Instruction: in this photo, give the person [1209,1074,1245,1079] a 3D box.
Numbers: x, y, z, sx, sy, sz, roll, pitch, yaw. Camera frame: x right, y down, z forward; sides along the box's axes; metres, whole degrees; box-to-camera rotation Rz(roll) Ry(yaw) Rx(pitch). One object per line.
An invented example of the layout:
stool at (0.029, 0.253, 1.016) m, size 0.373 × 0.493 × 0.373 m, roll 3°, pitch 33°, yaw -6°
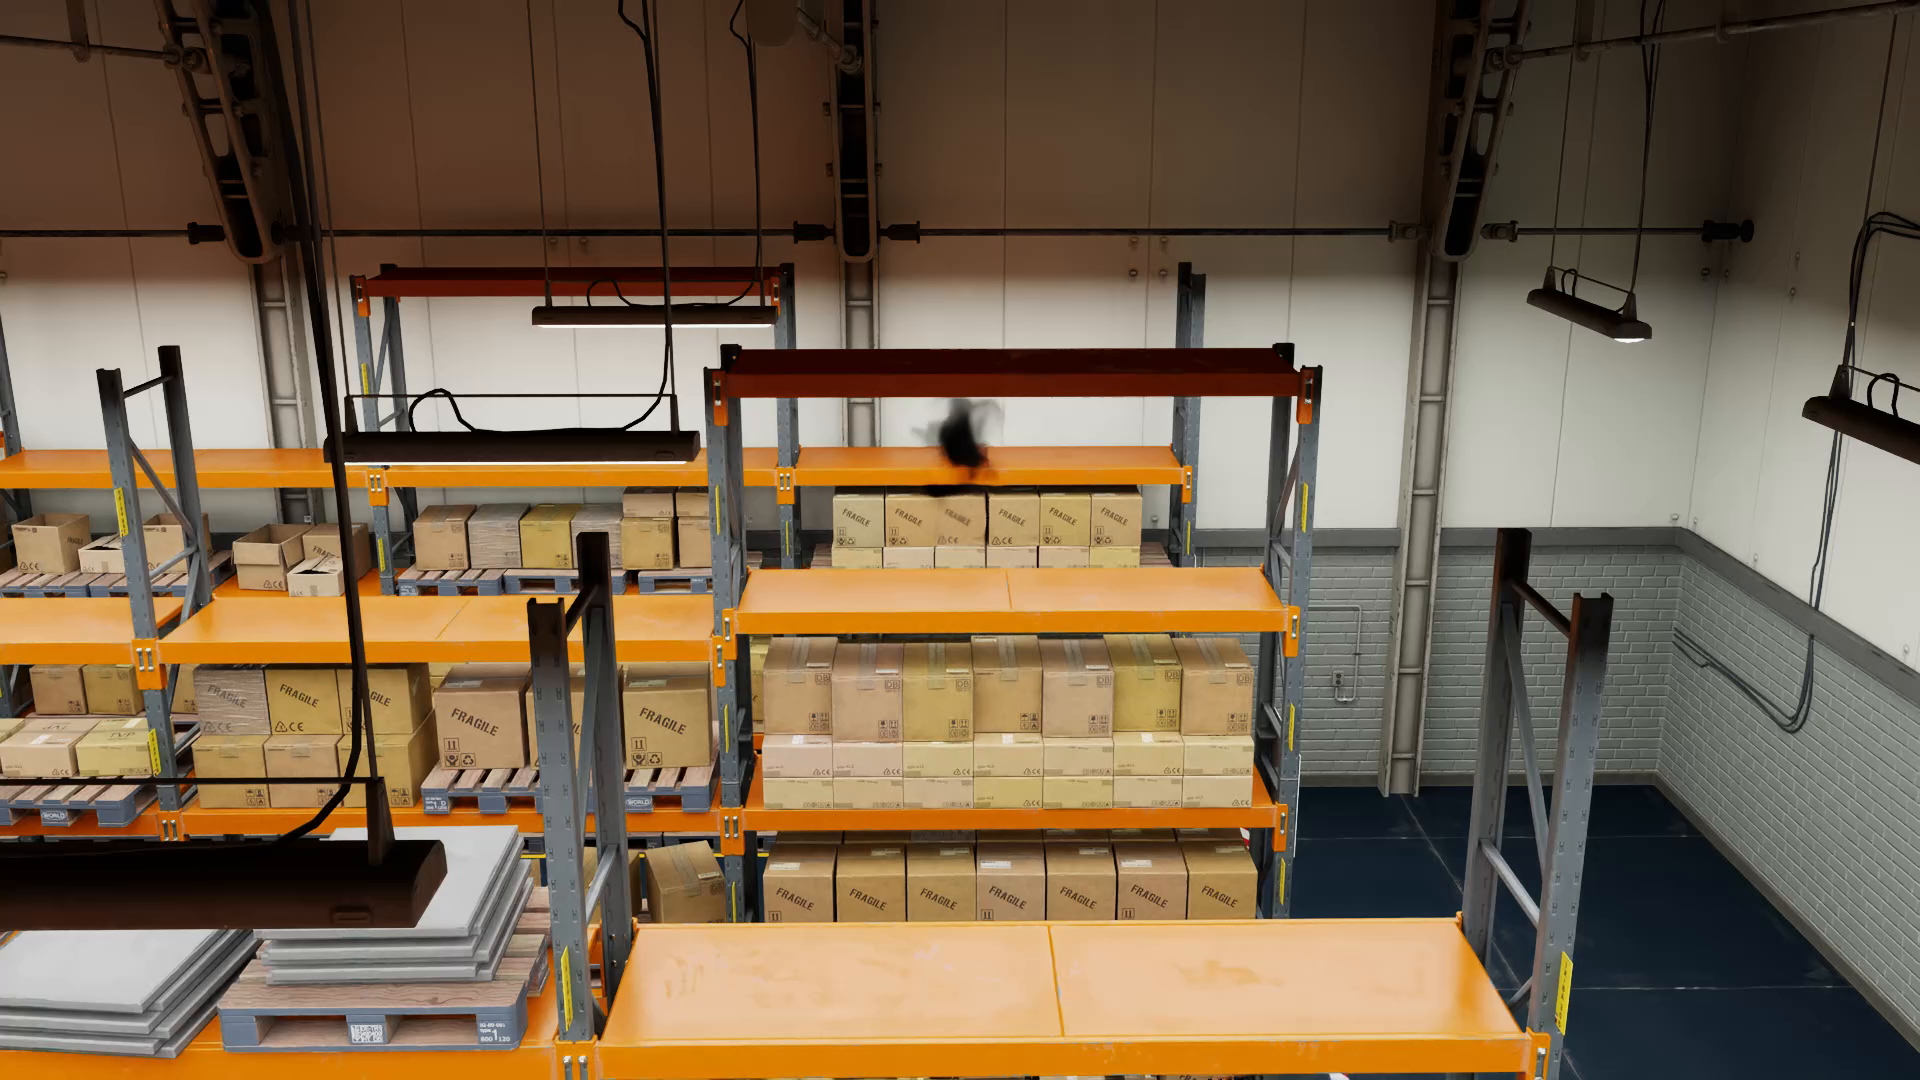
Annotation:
person at (1.819, 4.207, 11.233) m, size 0.697 × 1.663 × 0.643 m, roll -6°, pitch 17°, yaw -19°
